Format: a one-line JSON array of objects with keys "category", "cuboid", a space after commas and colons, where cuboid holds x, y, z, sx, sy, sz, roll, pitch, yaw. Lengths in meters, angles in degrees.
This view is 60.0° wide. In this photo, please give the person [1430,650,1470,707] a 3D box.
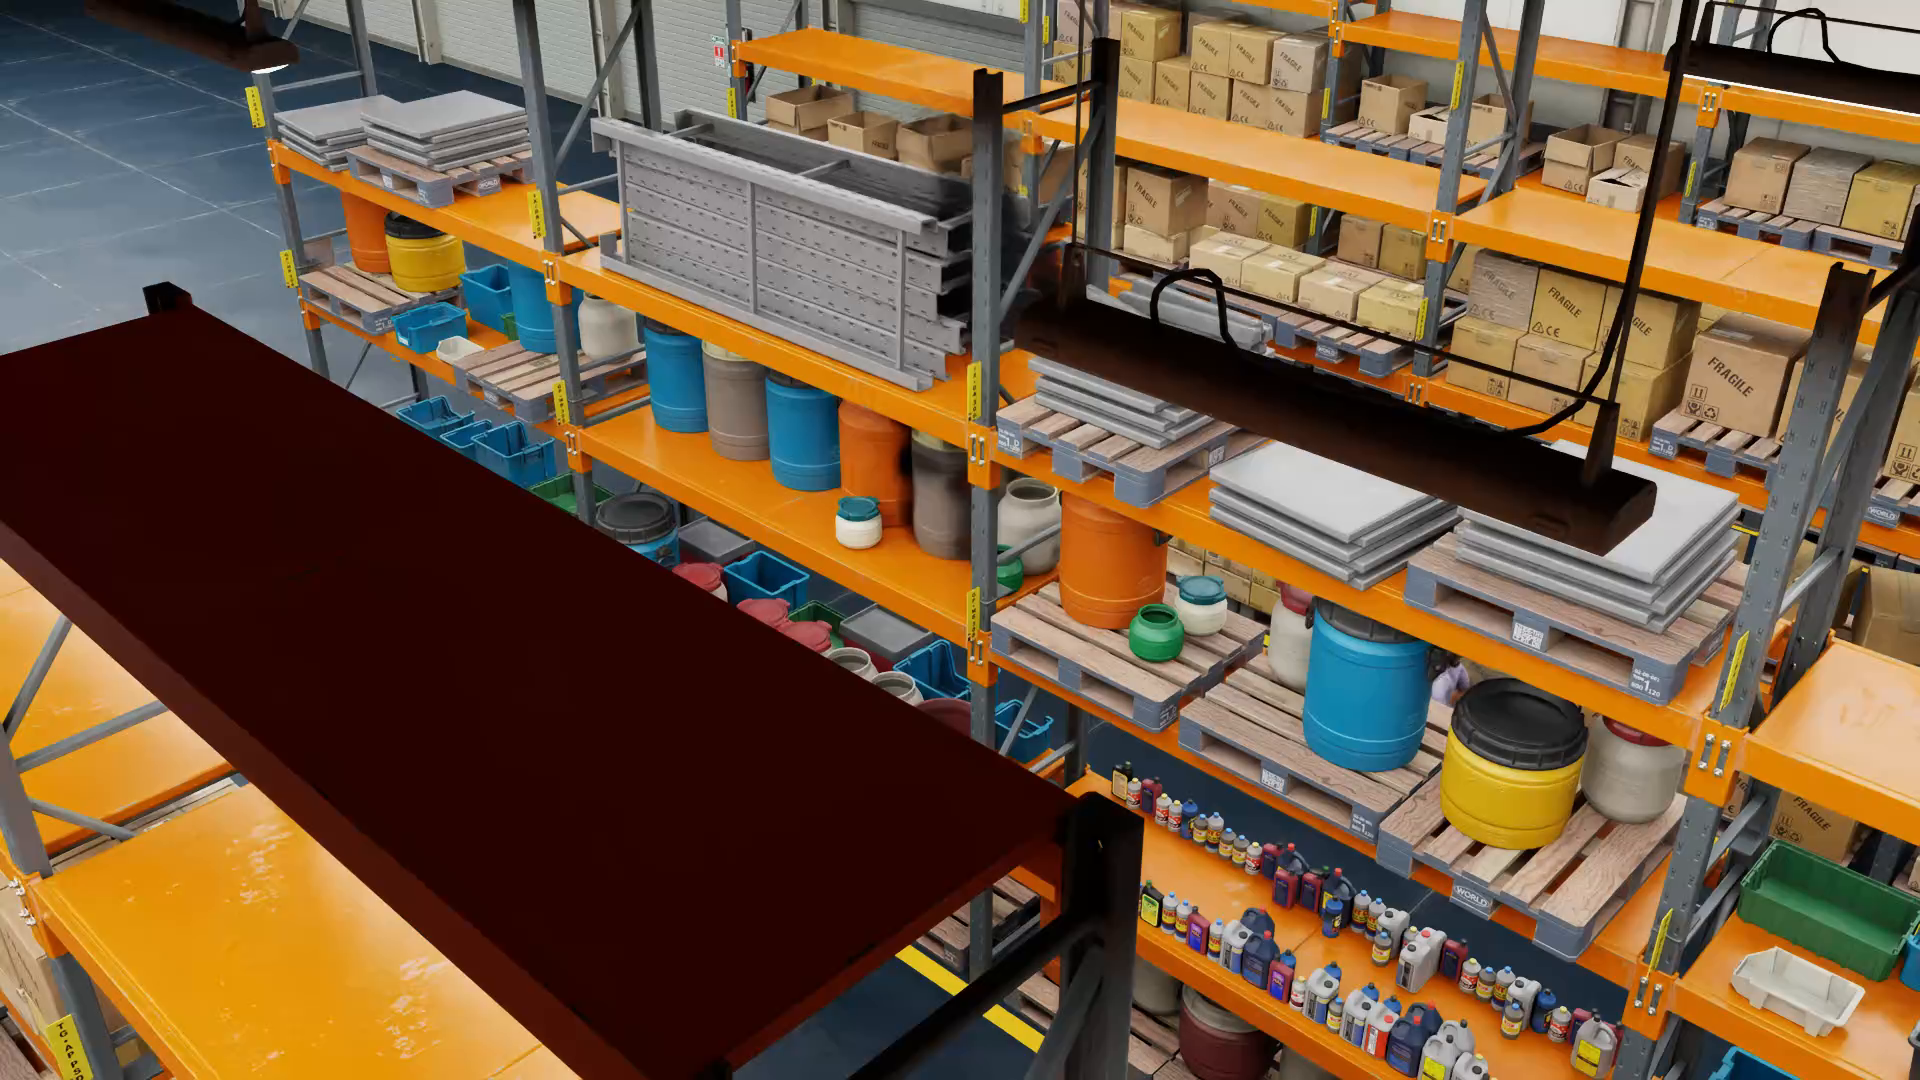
[{"category": "person", "cuboid": [3.302, 1.375, 11.632, 0.593, 1.623, 0.603, 18, 34, 29]}]

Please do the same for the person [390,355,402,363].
[{"category": "person", "cuboid": [-6.466, -2.934, 19.785, 1.040, 1.732, 0.700, -9, 31, -15]}]
